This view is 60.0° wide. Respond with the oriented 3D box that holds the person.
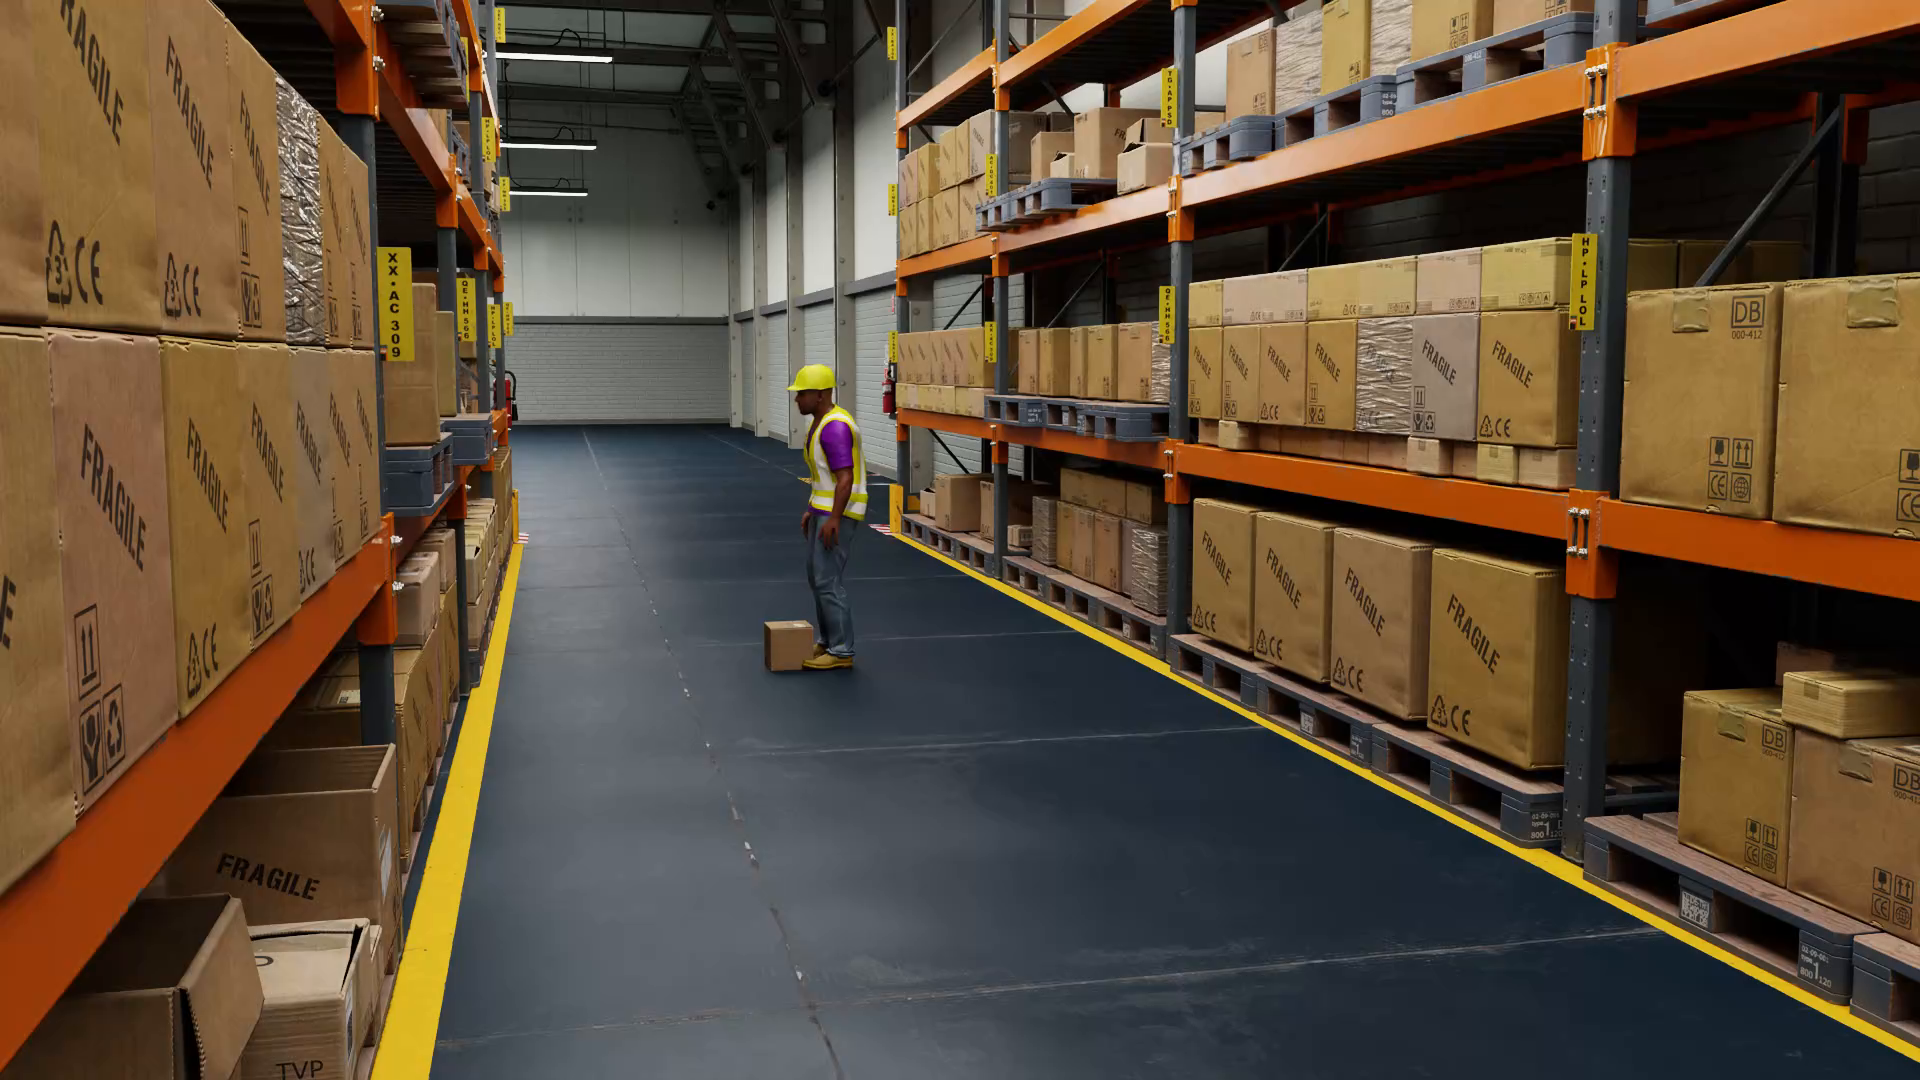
[{"bbox_3d":[-0.780,-0.138,9.681,0.456,1.757,0.637,-2,6,-16],"label":"person"}]
